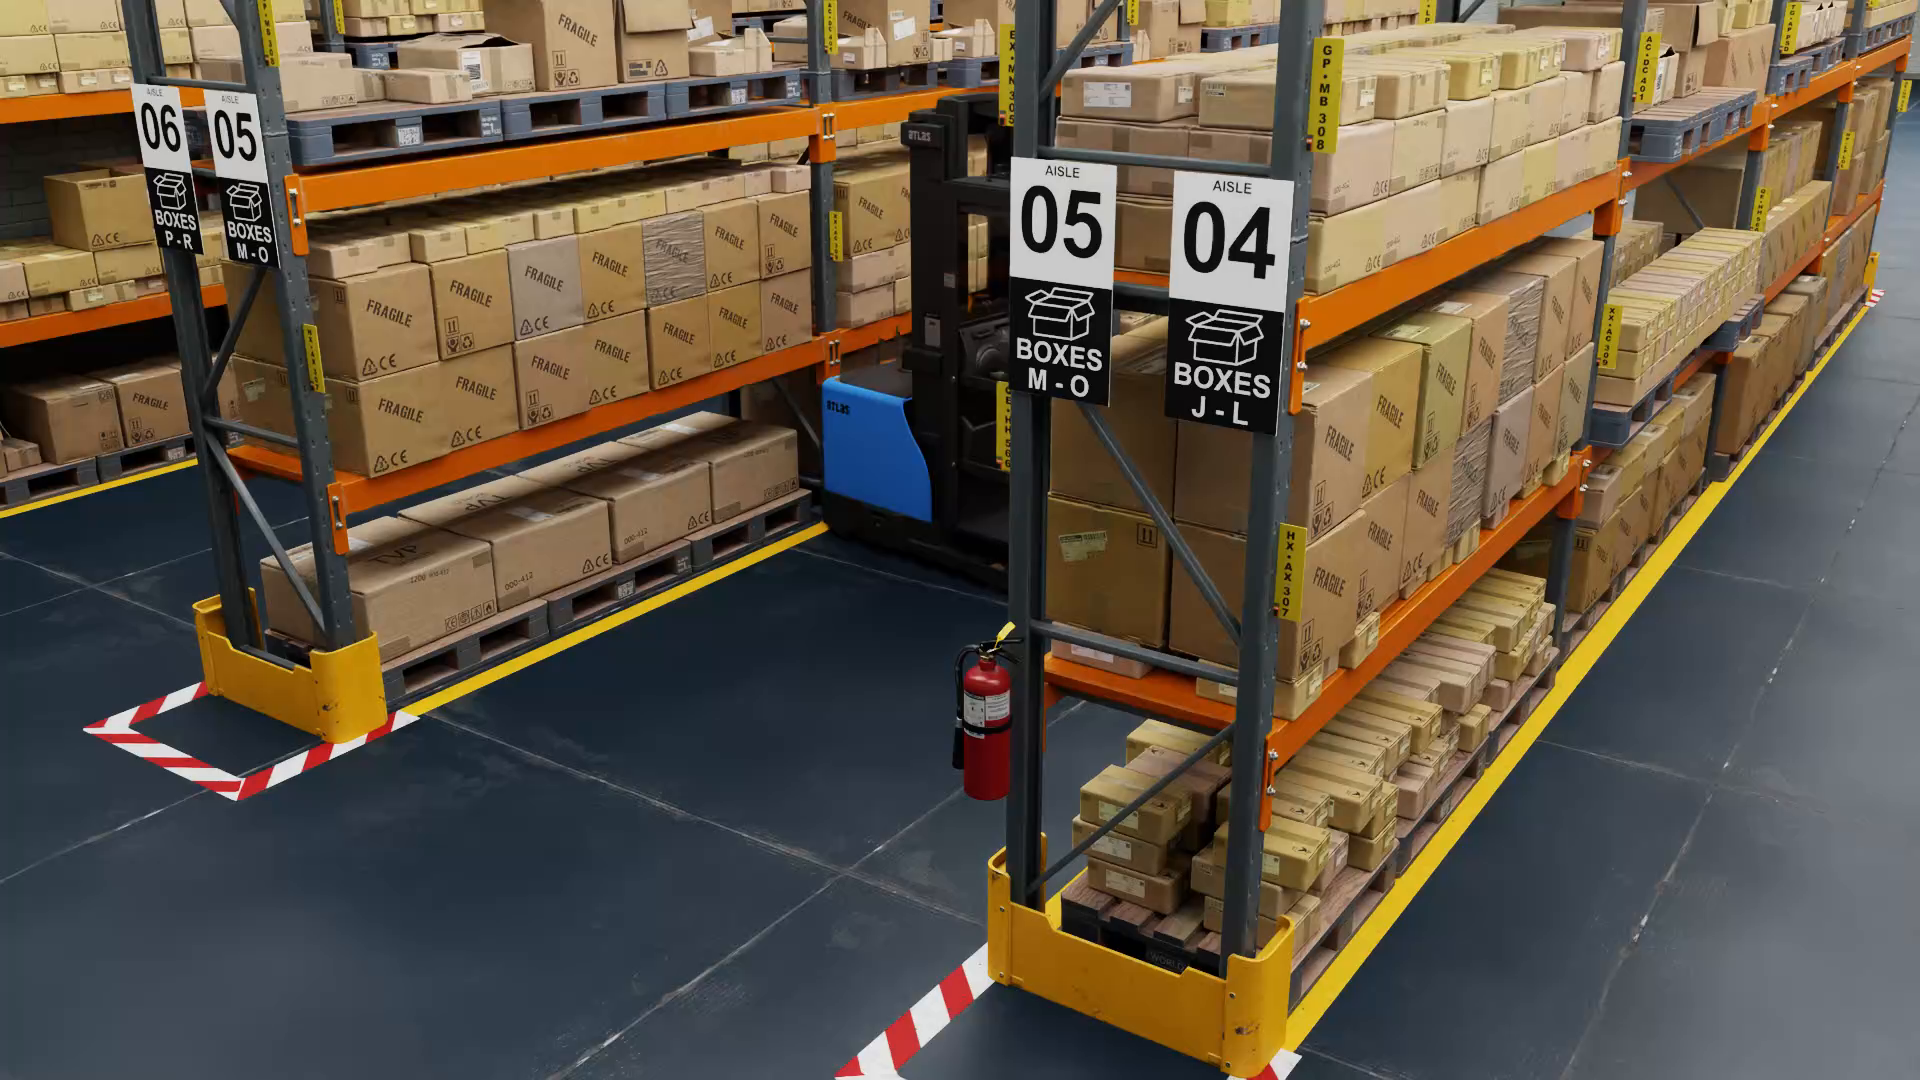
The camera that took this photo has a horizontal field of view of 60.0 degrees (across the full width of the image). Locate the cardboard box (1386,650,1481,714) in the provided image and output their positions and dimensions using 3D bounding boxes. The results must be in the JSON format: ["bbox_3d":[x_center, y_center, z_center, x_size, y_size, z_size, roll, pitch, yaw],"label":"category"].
[{"bbox_3d":[2.212,0.661,7.800,0.380,0.149,0.250,12,24,30],"label":"cardboard box"}]

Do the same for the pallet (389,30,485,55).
[{"bbox_3d":[-4.384,-4.435,14.877,1.213,0.211,1.003,13,24,32],"label":"pallet"}]

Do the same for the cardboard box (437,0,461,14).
[{"bbox_3d":[-4.466,-4.551,14.104,0.380,0.149,0.250,13,24,31],"label":"cardboard box"}]

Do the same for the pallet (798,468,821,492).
[{"bbox_3d":[-0.910,-0.606,12.598,1.003,0.211,1.213,13,24,32],"label":"pallet"}]

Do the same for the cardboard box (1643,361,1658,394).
[{"bbox_3d":[3.622,-0.924,9.197,0.380,0.149,0.250,14,24,33],"label":"cardboard box"}]

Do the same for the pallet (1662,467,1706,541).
[{"bbox_3d":[4.677,-0.357,11.926,1.003,0.211,1.213,13,24,32],"label":"pallet"}]

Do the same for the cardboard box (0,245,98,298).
[{"bbox_3d":[-6.594,-1.934,11.958,0.500,0.250,0.500,13,24,31],"label":"cardboard box"}]

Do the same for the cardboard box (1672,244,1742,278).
[{"bbox_3d":[4.784,-1.793,10.687,0.380,0.149,0.250,14,25,33],"label":"cardboard box"}]

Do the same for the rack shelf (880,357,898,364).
[{"bbox_3d":[-0.438,-1.211,11.822,0.258,0.103,0.180,21,29,38],"label":"rack shelf"}]

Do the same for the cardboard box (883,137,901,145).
[{"bbox_3d":[-0.958,-4.674,19.793,0.500,0.250,0.500,14,24,33],"label":"cardboard box"}]

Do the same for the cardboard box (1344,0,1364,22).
[{"bbox_3d":[3.972,-5.671,17.737,0.500,0.250,0.500,13,24,31],"label":"cardboard box"}]

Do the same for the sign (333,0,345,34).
[{"bbox_3d":[-4.936,-4.190,13.200,0.100,0.325,0.005,13,24,32],"label":"sign"}]

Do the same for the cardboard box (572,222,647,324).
[{"bbox_3d":[-2.177,-1.570,9.600,0.500,0.500,0.500,13,24,32],"label":"cardboard box"}]

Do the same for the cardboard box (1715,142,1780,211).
[{"bbox_3d":[5.948,-2.824,12.992,0.700,0.500,0.500,13,24,31],"label":"cardboard box"}]

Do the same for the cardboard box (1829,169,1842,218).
[{"bbox_3d":[7.854,-3.377,15.855,0.875,0.550,0.550,13,24,32],"label":"cardboard box"}]

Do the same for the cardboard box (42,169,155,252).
[{"bbox_3d":[-6.316,-2.426,12.205,0.500,0.500,0.500,14,24,33],"label":"cardboard box"}]

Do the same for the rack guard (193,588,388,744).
[{"bbox_3d":[-3.543,0.650,8.788,1.175,0.500,0.348,13,24,32],"label":"rack guard"}]

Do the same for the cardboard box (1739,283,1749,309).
[{"bbox_3d":[5.080,-1.666,11.201,0.380,0.149,0.250,13,24,32],"label":"cardboard box"}]

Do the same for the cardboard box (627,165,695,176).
[{"bbox_3d":[-1.913,-2.299,10.637,0.380,0.149,0.250,13,24,31],"label":"cardboard box"}]

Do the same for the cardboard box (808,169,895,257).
[{"bbox_3d":[-0.796,-2.263,11.475,0.500,0.500,0.500,14,24,32],"label":"cardboard box"}]

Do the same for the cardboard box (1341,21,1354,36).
[{"bbox_3d":[4.009,-5.524,17.914,0.380,0.149,0.250,14,25,33],"label":"cardboard box"}]

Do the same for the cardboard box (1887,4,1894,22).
[{"bbox_3d":[8.567,-4.973,15.675,0.380,0.149,0.250,13,24,32],"label":"cardboard box"}]

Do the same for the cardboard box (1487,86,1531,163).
[{"bbox_3d":[1.952,-1.678,6.649,0.500,0.250,0.500,12,24,30],"label":"cardboard box"}]

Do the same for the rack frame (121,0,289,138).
[{"bbox_3d":[-3.530,-3.343,7.333,1.000,3.000,0.127,13,24,32],"label":"rack frame"}]

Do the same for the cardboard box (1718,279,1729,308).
[{"bbox_3d":[4.639,-1.581,10.544,0.380,0.149,0.250,13,24,31],"label":"cardboard box"}]

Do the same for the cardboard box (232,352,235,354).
[{"bbox_3d":[-5.955,-1.437,14.096,0.500,0.311,0.500,14,25,34],"label":"cardboard box"}]

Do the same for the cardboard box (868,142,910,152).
[{"bbox_3d":[-0.373,-2.813,12.962,0.500,0.500,0.500,14,24,33],"label":"cardboard box"}]

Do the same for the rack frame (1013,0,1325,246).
[{"bbox_3d":[0.621,-2.407,4.801,1.000,3.000,0.127,13,24,32],"label":"rack frame"}]

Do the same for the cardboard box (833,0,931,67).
[{"bbox_3d":[-0.546,-3.524,11.396,0.500,0.500,0.500,13,24,31],"label":"cardboard box"}]

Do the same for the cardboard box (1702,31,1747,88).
[{"bbox_3d":[4.452,-2.840,10.152,0.500,0.500,0.500,13,24,32],"label":"cardboard box"}]

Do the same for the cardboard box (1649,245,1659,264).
[{"bbox_3d":[4.680,-2.008,11.698,0.380,0.149,0.250,15,25,34],"label":"cardboard box"}]

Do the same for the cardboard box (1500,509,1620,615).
[{"bbox_3d":[3.504,0.074,9.739,0.500,0.500,0.500,14,25,34],"label":"cardboard box"}]

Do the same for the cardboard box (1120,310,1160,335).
[{"bbox_3d":[1.293,-1.950,15.395,0.950,0.372,0.625,11,23,28],"label":"cardboard box"}]

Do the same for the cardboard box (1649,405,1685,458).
[{"bbox_3d":[4.377,-0.728,10.826,0.500,0.250,0.500,14,24,33],"label":"cardboard box"}]

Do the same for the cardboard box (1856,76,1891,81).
[{"bbox_3d":[9.374,-4.662,17.772,0.875,0.550,0.550,13,24,32],"label":"cardboard box"}]

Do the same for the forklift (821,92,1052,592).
[{"bbox_3d":[0.491,-1.221,10.340,3.031,2.935,1.130,17,27,39],"label":"forklift"}]

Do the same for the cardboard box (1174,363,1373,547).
[{"bbox_3d":[1.093,-0.326,5.808,0.500,0.500,0.500,13,24,31],"label":"cardboard box"}]

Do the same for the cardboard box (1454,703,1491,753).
[{"bbox_3d":[2.349,0.875,8.080,0.380,0.149,0.250,13,24,32],"label":"cardboard box"}]

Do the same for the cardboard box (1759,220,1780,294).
[{"bbox_3d":[5.877,-2.158,12.632,0.500,0.500,0.500,13,24,31],"label":"cardboard box"}]

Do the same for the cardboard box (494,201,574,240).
[{"bbox_3d":[-2.360,-1.767,9.198,0.380,0.149,0.250,14,24,32],"label":"cardboard box"}]

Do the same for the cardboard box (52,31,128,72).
[{"bbox_3d":[-6.323,-3.494,11.851,0.500,0.250,0.500,13,24,31],"label":"cardboard box"}]

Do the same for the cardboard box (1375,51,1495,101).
[{"bbox_3d":[1.784,-1.754,6.281,0.380,0.149,0.250,14,25,33],"label":"cardboard box"}]

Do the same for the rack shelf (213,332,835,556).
[{"bbox_3d":[-2.406,-0.766,10.050,1.077,0.370,4.000,13,24,32],"label":"rack shelf"}]

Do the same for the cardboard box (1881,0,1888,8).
[{"bbox_3d":[8.155,-4.987,15.138,0.500,0.250,0.500,13,24,31],"label":"cardboard box"}]

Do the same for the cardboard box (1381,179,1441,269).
[{"bbox_3d":[1.384,-1.159,5.967,0.500,0.250,0.500,14,25,34],"label":"cardboard box"}]

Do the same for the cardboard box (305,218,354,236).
[{"bbox_3d":[-3.371,-1.569,8.664,0.380,0.149,0.250,14,24,33],"label":"cardboard box"}]

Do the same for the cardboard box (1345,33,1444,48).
[{"bbox_3d":[1.918,-2.164,7.389,0.380,0.149,0.250,12,24,30],"label":"cardboard box"}]

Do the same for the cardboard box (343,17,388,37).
[{"bbox_3d":[-4.892,-4.185,13.545,0.380,0.149,0.250,14,24,33],"label":"cardboard box"}]

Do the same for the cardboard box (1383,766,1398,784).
[{"bbox_3d":[1.697,1.005,7.300,0.380,0.149,0.250,12,23,29],"label":"cardboard box"}]

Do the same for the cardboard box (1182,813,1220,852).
[{"bbox_3d":[0.873,1.136,6.946,0.380,0.149,0.250,13,24,31],"label":"cardboard box"}]

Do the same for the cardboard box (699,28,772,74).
[{"bbox_3d":[-1.376,-3.019,10.225,0.396,0.266,0.258,14,25,34],"label":"cardboard box"}]

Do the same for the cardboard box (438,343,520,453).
[{"bbox_3d":[-2.761,-0.809,8.984,0.500,0.500,0.500,13,24,31],"label":"cardboard box"}]

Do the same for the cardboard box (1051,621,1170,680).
[{"bbox_3d":[0.570,0.376,6.287,0.380,0.149,0.250,13,24,32],"label":"cardboard box"}]

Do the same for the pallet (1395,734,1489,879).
[{"bbox_3d":[1.836,1.118,7.939,1.003,0.211,1.213,13,24,32],"label":"pallet"}]

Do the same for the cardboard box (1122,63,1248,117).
[{"bbox_3d":[0.766,-1.560,5.755,0.380,0.149,0.250,14,24,33],"label":"cardboard box"}]

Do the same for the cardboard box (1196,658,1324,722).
[{"bbox_3d":[1.074,0.495,5.964,0.380,0.149,0.250,13,24,31],"label":"cardboard box"}]

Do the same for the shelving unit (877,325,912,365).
[{"bbox_3d":[-0.446,-0.920,11.943,0.258,1.200,0.189,21,29,38],"label":"shelving unit"}]

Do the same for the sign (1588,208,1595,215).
[{"bbox_3d":[4.657,-2.539,12.137,0.100,0.325,0.005,13,24,32],"label":"sign"}]
